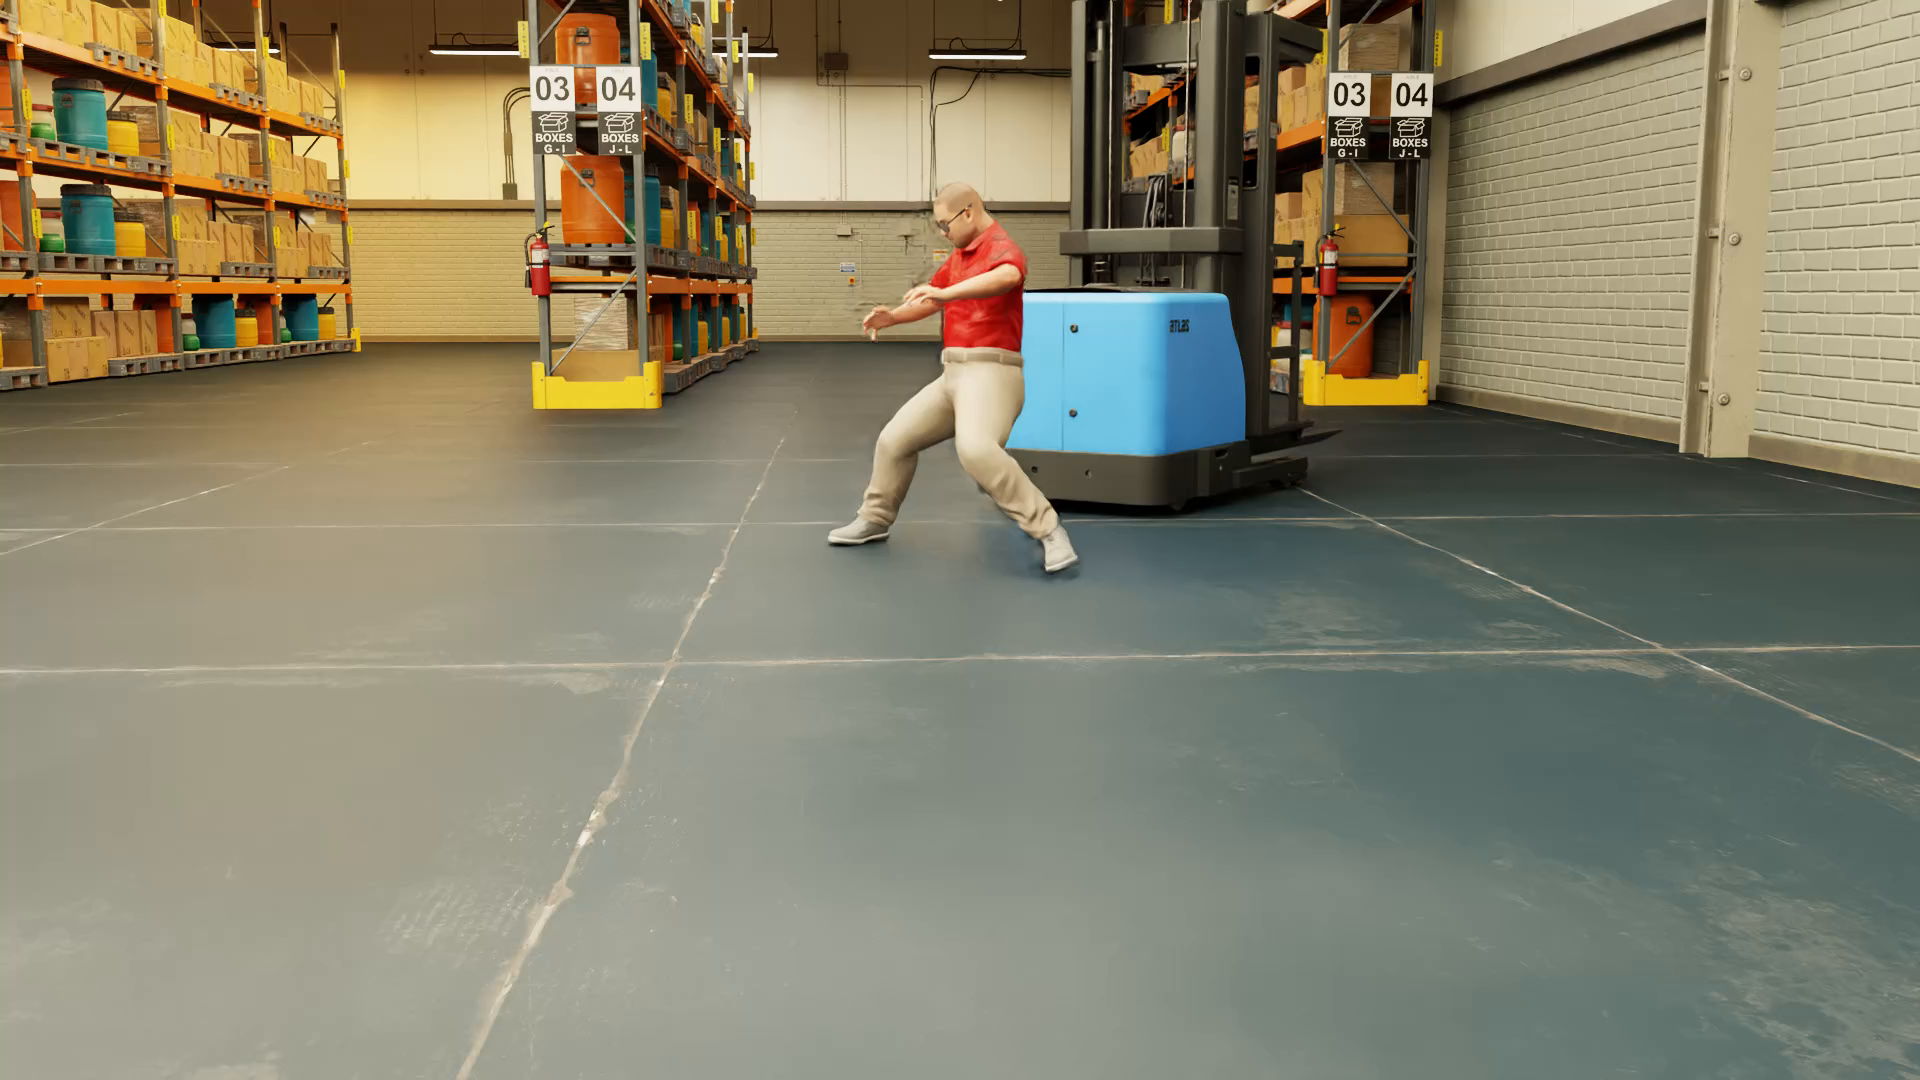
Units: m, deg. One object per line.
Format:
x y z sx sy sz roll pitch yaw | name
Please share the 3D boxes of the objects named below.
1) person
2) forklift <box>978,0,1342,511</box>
-0.055 -0.673 6.681 0.700 1.512 1.309 -3 9 -21 | person
1.310 -1.763 9.207 1.130 2.935 3.031 5 10 32 | forklift
